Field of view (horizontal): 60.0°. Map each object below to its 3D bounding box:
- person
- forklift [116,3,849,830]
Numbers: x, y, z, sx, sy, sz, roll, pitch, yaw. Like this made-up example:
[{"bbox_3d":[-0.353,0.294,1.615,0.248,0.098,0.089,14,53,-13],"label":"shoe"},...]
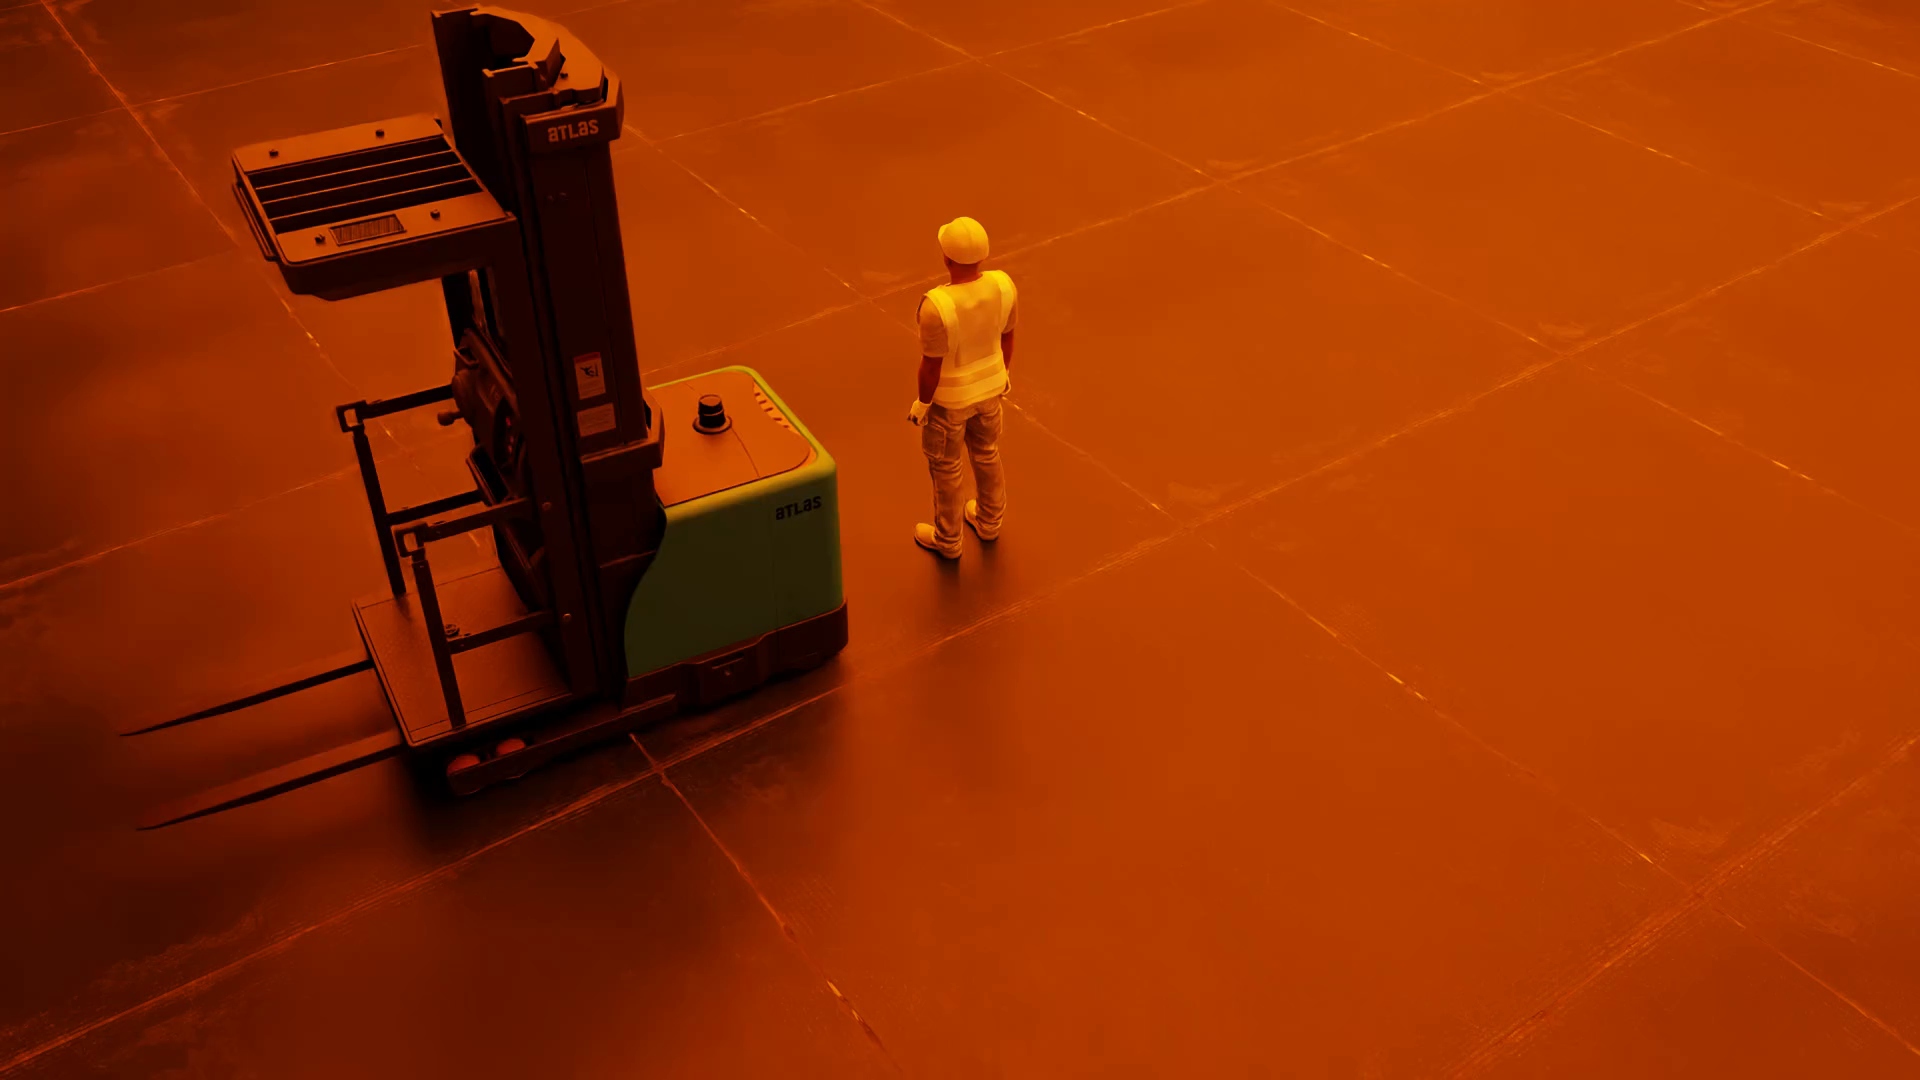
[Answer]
[{"bbox_3d":[-0.003,-0.718,7.880,0.543,1.789,0.387,-23,42,-28],"label":"person"},{"bbox_3d":[-2.055,-0.474,6.586,3.031,2.935,1.130,-18,40,-23],"label":"forklift"}]
